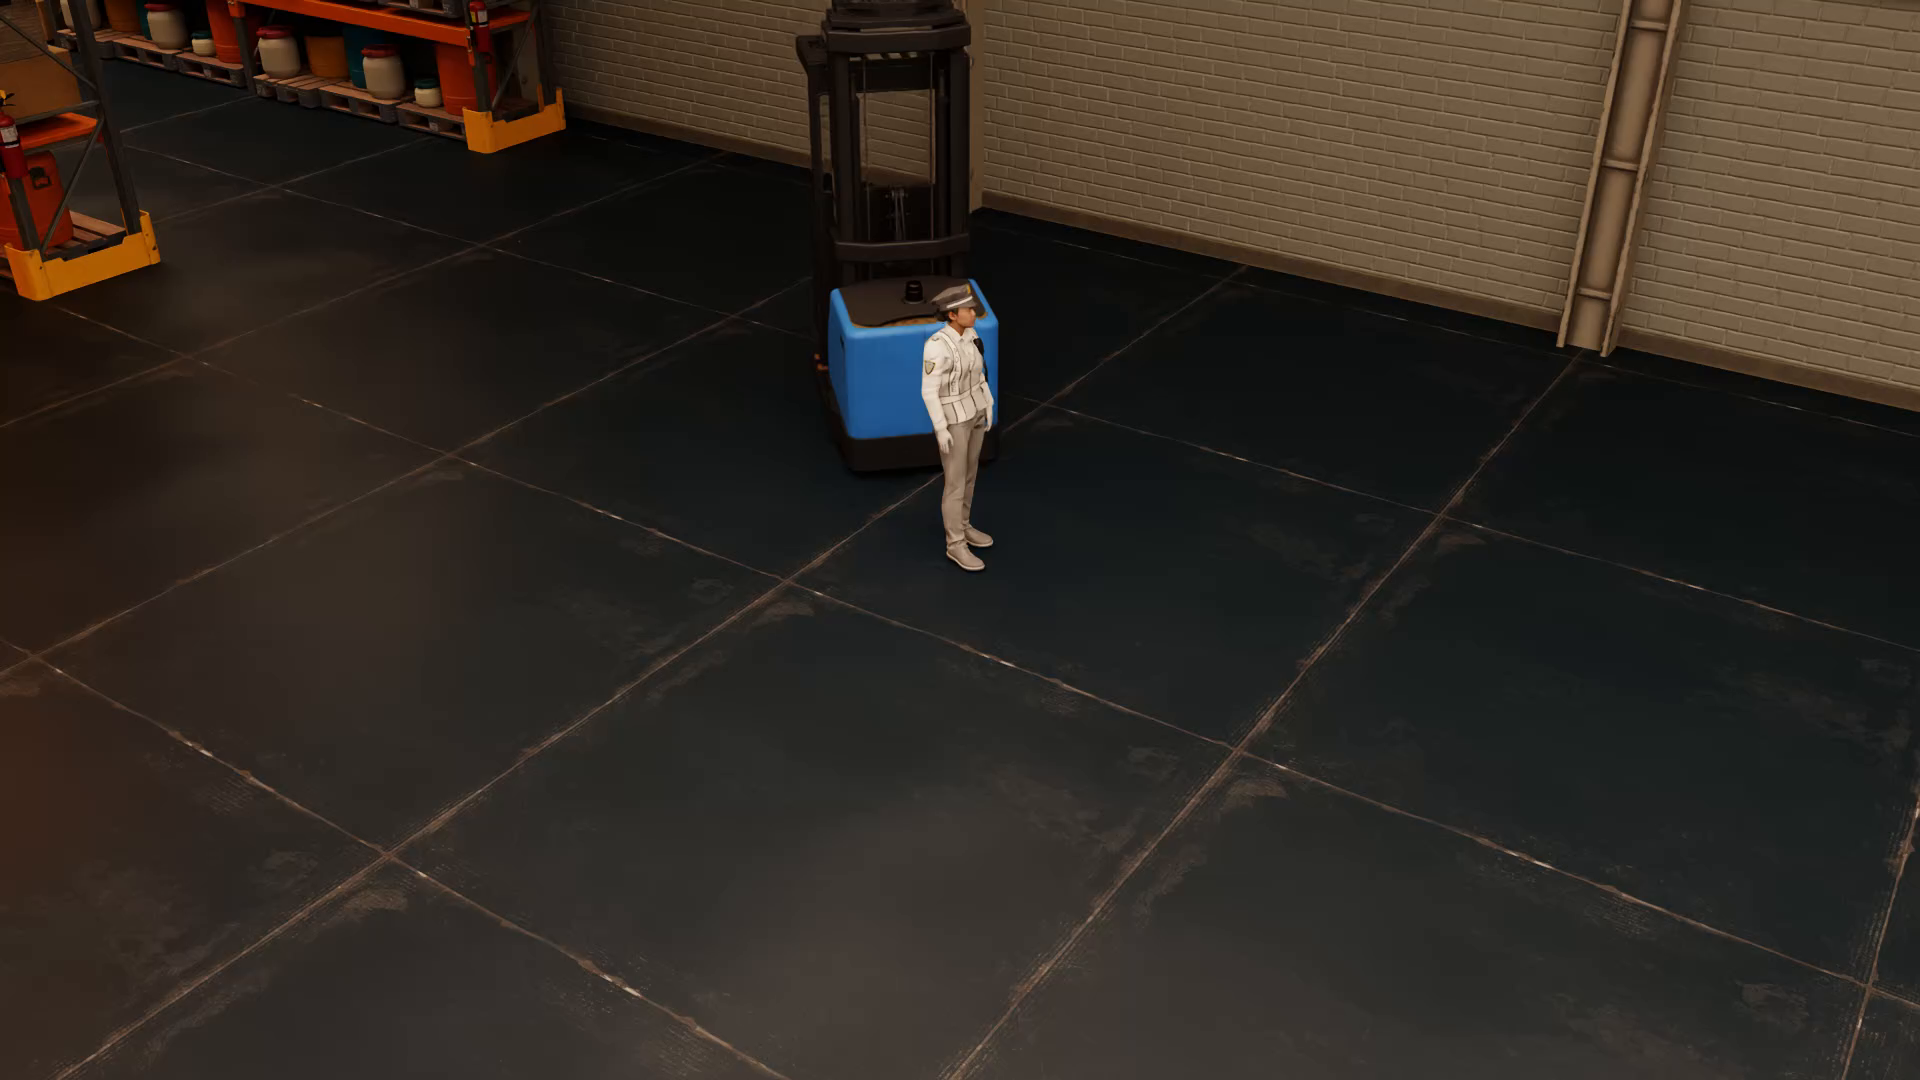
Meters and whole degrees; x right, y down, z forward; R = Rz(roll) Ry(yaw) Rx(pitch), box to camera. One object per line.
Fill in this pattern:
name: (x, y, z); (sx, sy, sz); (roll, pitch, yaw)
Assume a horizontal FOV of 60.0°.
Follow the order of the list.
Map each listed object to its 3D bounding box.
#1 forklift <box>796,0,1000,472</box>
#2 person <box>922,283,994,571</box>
forklift: (-0.526, -2.450, 11.800); (1.130, 2.935, 3.031); (-6, 31, -10)
person: (0.053, -0.717, 10.033); (0.530, 1.694, 0.586); (19, 35, 29)
